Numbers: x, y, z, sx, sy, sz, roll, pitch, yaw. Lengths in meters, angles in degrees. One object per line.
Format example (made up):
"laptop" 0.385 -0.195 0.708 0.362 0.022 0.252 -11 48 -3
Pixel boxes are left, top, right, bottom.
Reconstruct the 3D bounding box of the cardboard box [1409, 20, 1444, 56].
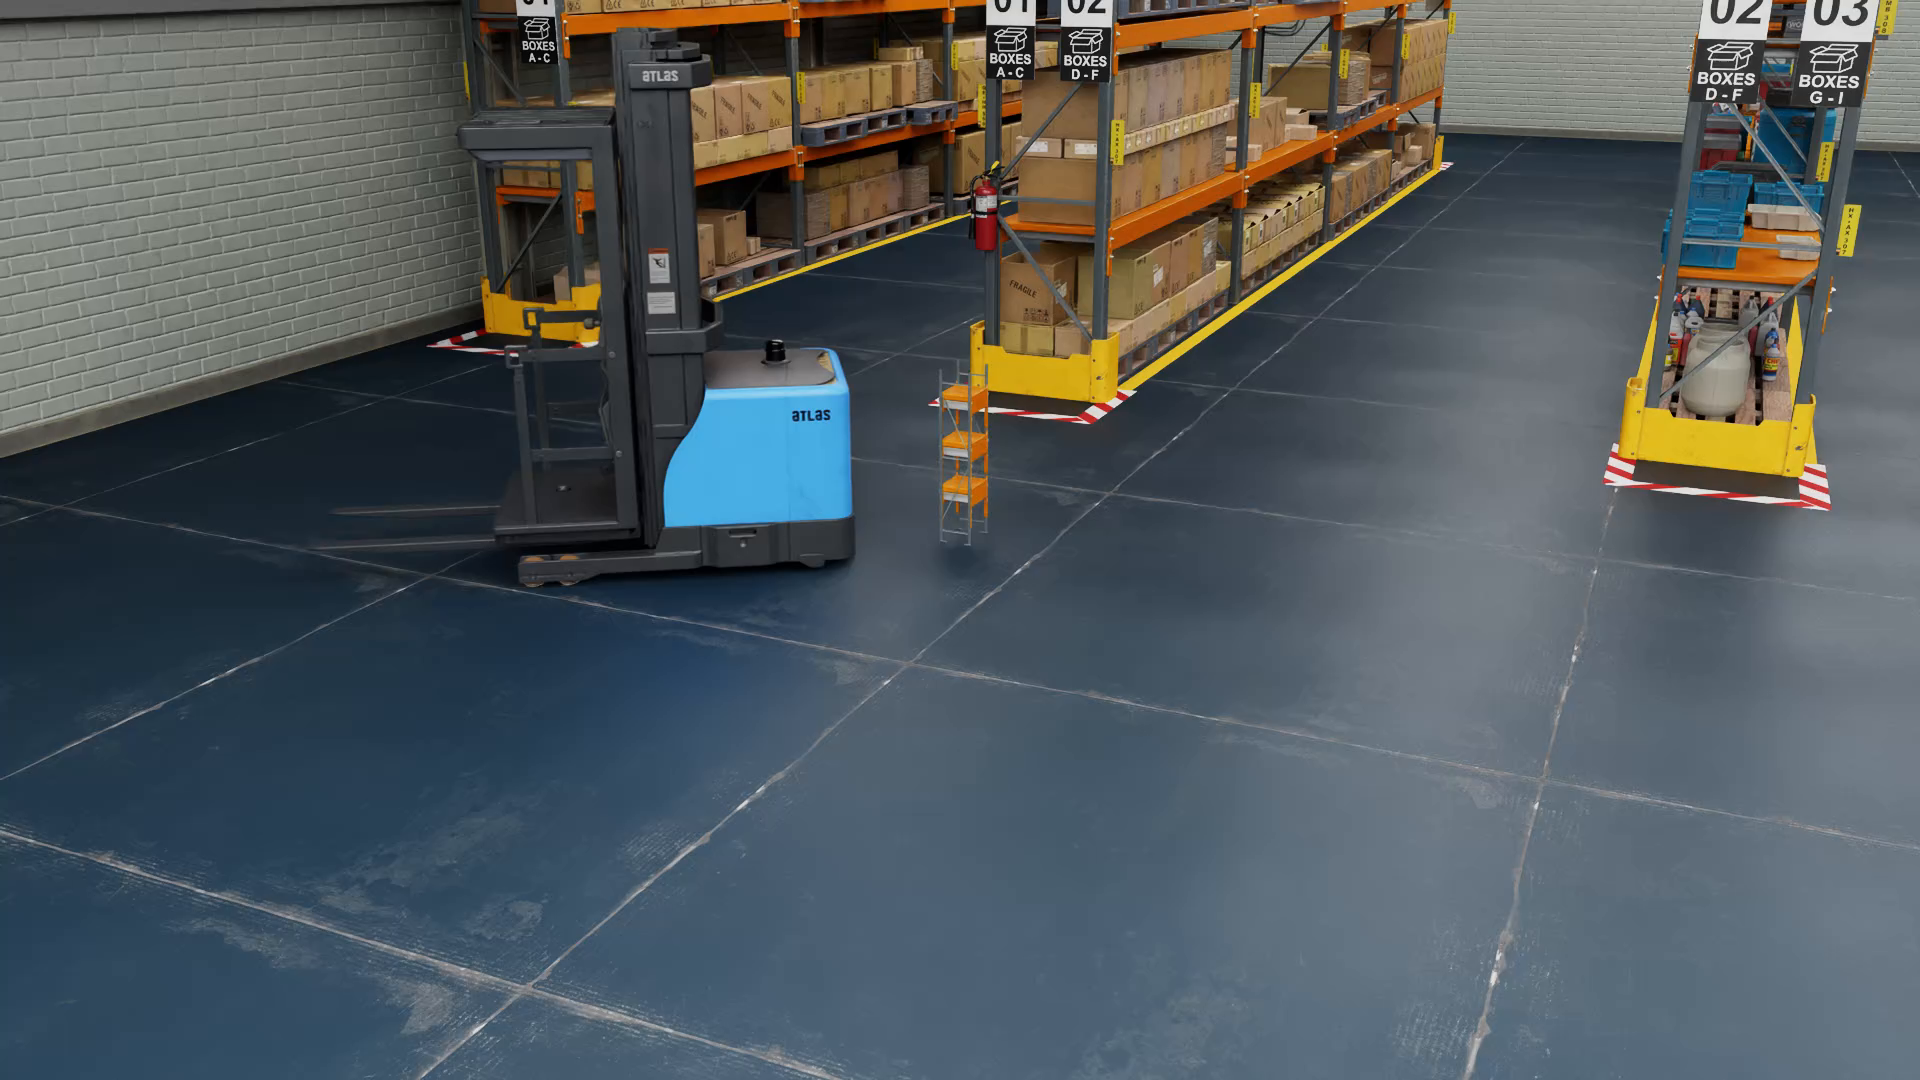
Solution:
"cardboard box" 7.090 -7.692 25.480 0.500 0.500 0.500 9 22 24

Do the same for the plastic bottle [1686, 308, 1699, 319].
"plastic bottle" 6.172 -1.824 14.037 0.097 0.271 0.097 0 20 0

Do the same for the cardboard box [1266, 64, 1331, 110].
"cardboard box" 4.106 -5.510 20.209 0.700 0.500 0.500 2 20 4

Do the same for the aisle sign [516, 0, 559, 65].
"aisle sign" -3.601 -4.451 14.129 0.394 0.787 0.004 9 21 23

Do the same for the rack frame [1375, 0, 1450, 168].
"rack frame" 7.227 -7.502 26.588 1.000 3.000 0.127 9 21 23

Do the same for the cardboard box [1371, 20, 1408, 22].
"cardboard box" 6.598 -7.760 25.672 0.500 0.500 0.500 9 21 23

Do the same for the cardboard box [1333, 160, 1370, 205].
"cardboard box" 5.027 -4.660 21.669 0.500 0.500 0.500 8 21 21

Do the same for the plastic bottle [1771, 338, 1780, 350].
"plastic bottle" 6.329 -1.436 12.927 0.061 0.283 0.133 9 21 24

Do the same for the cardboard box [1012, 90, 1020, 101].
"cardboard box" 0.628 -6.325 23.621 0.380 0.149 0.250 8 21 21

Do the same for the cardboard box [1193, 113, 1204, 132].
"cardboard box" 1.979 -3.763 14.957 0.380 0.149 0.250 8 21 22

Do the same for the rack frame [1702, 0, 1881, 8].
"rack frame" 5.193 -4.757 9.915 1.000 3.000 0.127 9 21 23

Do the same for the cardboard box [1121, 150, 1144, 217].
"cardboard box" 1.089 -2.960 13.667 0.700 0.500 0.500 9 22 24

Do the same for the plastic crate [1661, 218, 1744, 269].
"plastic crate" 5.125 -2.054 11.491 0.499 0.251 0.616 9 21 23

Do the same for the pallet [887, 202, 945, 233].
"pallet" -0.891 -4.183 21.415 1.003 0.211 1.213 9 21 23

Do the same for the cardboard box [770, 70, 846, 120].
"cardboard box" -1.733 -5.088 18.992 0.700 0.500 0.500 11 22 28

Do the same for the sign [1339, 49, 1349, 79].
"sign" 4.459 -5.527 19.306 0.100 0.325 0.005 9 21 23

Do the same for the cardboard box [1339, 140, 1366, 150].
"cardboard box" 5.564 -5.522 24.094 0.500 0.500 0.500 9 21 23

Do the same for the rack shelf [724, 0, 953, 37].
"rack shelf" -1.389 -6.198 19.518 1.077 0.370 4.000 9 21 23

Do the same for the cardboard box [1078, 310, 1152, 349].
"cardboard box" 1.299 -1.800 14.031 0.500 0.250 0.500 9 21 23

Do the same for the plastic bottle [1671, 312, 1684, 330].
"plastic bottle" 5.794 -1.678 13.507 0.144 0.351 0.185 10 22 25

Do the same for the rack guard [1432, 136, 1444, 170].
"rack guard" 7.196 -6.301 26.941 1.175 0.500 0.348 9 21 23

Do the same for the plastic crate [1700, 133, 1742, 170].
"plastic crate" 6.750 -3.373 14.882 0.402 0.464 0.583 9 21 23

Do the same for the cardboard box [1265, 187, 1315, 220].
"cardboard box" 3.755 -3.870 19.013 0.500 0.311 0.500 8 21 22

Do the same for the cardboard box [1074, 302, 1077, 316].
"cardboard box" 0.819 -1.873 14.234 0.500 0.250 0.500 9 21 23

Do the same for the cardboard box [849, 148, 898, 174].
"cardboard box" -1.107 -4.725 20.734 0.500 0.250 0.500 9 21 24

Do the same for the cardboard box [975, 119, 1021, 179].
"cardboard box" 0.560 -5.654 23.973 0.750 0.750 0.750 9 22 24

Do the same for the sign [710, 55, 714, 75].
"sign" -2.715 -5.133 18.198 0.100 0.325 0.005 9 21 23

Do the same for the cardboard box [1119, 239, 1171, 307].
"cardboard box" 1.494 -2.308 14.340 0.500 0.500 0.500 9 21 23

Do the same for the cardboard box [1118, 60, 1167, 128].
"cardboard box" 1.316 -3.742 13.930 0.700 0.500 0.500 9 21 23

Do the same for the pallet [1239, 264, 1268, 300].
"pallet" 2.579 -2.751 17.388 1.003 0.211 1.213 9 21 23

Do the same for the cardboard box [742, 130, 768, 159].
"cardboard box" -2.337 -4.114 17.254 0.500 0.250 0.500 9 21 23

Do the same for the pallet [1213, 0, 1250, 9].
"pallet" 1.988 -4.941 15.042 1.003 0.211 1.213 9 21 23

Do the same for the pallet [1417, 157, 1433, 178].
"pallet" 6.870 -5.921 26.304 1.003 0.211 1.213 9 21 23

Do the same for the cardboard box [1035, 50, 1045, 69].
"cardboard box" 0.909 -6.822 24.051 0.500 0.500 0.500 9 21 23

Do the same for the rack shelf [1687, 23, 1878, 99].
"rack shelf" 6.012 -3.616 12.257 1.077 0.370 4.000 9 21 23

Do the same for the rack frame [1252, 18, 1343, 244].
"rack frame" 3.951 -5.057 19.711 1.000 3.000 0.127 9 21 23

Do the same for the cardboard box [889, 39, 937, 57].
"cardboard box" -0.620 -6.460 21.914 0.500 0.250 0.500 9 22 24

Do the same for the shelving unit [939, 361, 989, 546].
"shelving unit" 0.022 -0.511 9.839 0.215 1.050 0.252 9 21 23

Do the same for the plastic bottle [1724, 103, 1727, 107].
"plastic bottle" 9.650 -5.500 21.031 0.144 0.351 0.185 9 21 23

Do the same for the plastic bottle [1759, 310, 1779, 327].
"plastic bottle" 6.619 -1.719 13.621 0.144 0.351 0.185 8 21 22

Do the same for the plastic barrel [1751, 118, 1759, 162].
"plastic barrel" 7.723 -3.704 15.704 0.433 0.535 0.433 0 20 0

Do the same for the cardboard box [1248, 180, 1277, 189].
"cardboard box" 3.469 -4.104 19.671 0.500 0.311 0.500 9 22 25

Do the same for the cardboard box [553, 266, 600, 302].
"cardboard box" -3.480 -2.429 15.679 0.500 0.311 0.500 6 20 17

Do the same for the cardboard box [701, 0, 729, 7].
"cardboard box" -2.600 -5.467 16.208 0.500 0.500 0.500 8 21 21

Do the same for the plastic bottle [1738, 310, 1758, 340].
"plastic bottle" 6.606 -1.795 13.947 0.152 0.276 0.135 9 21 23

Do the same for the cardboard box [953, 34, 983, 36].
"cardboard box" 0.016 -6.930 23.235 0.500 0.250 0.500 8 21 21

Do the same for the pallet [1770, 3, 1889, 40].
"pallet" 5.621 -3.494 11.123 1.003 0.211 1.213 9 21 23

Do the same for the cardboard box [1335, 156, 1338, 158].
"cardboard box" 4.749 -4.878 22.283 0.500 0.500 0.500 9 21 23

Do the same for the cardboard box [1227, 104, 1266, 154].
"cardboard box" 2.858 -4.275 17.363 0.500 0.500 0.500 10 22 27

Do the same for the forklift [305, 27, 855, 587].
"forklift" -2.162 -1.308 9.272 3.031 2.935 1.130 -3 20 -8

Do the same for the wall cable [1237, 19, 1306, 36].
"wall cable" 5.349 -11.224 32.735 3.097 2.526 0.112 9 21 23

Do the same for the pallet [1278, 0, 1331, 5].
"pallet" 3.300 -5.819 17.660 1.003 0.211 1.213 10 22 25

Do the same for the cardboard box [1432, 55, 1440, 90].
"cardboard box" 7.083 -7.216 25.634 0.500 0.500 0.500 9 21 23

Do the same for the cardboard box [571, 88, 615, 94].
"cardboard box" -3.424 -4.066 16.001 0.500 0.500 0.500 8 21 21

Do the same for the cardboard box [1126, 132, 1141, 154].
"cardboard box" 1.242 -3.212 13.405 0.380 0.149 0.250 9 21 23

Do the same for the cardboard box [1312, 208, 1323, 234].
"cardboard box" 3.958 -3.765 19.555 0.500 0.250 0.500 9 22 24
